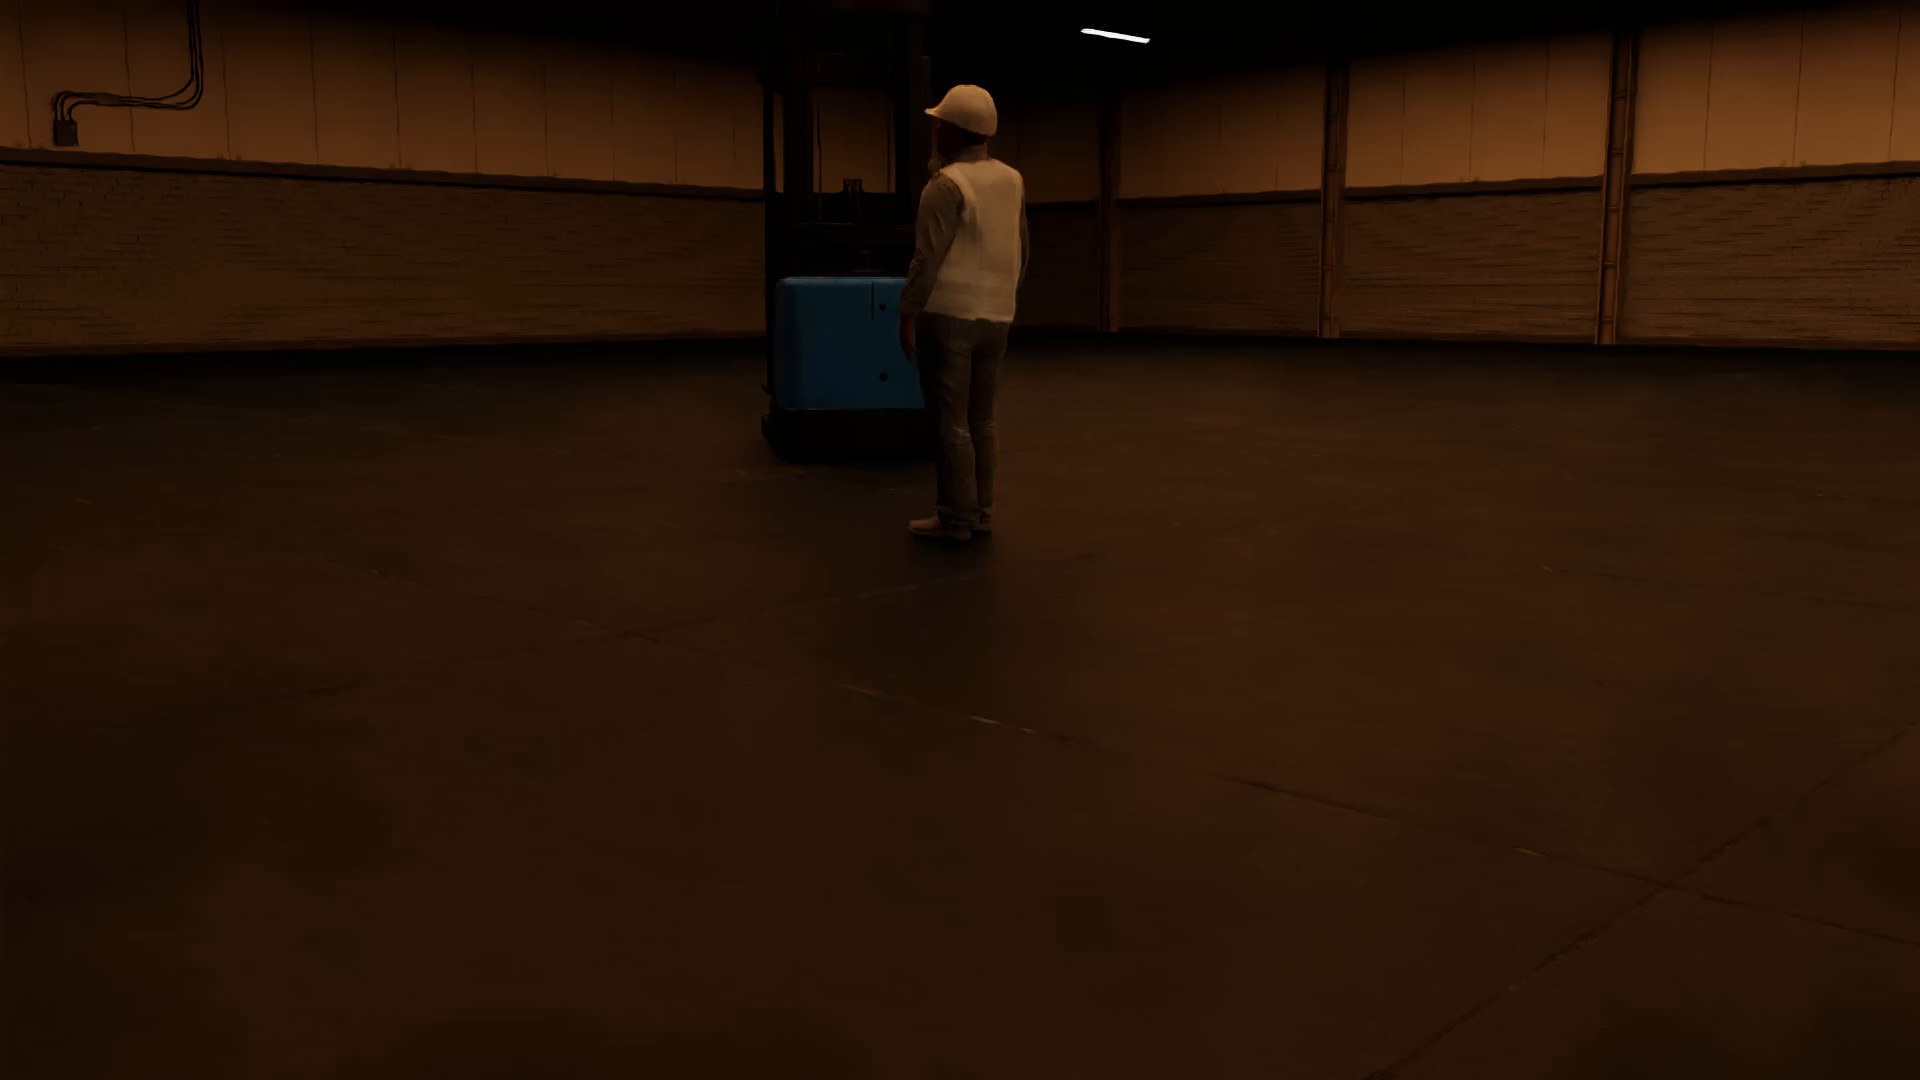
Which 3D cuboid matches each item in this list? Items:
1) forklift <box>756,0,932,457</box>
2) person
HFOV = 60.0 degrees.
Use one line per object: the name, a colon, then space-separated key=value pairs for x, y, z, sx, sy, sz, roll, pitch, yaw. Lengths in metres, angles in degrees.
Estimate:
forklift: x=-0.765 y=-2.133 z=11.038 sx=1.130 sy=2.935 sz=3.031 roll=-1 pitch=9 yaw=-10
person: x=-0.039 y=-0.892 z=6.633 sx=0.567 sy=1.773 sz=0.632 roll=8 pitch=12 yaw=43
